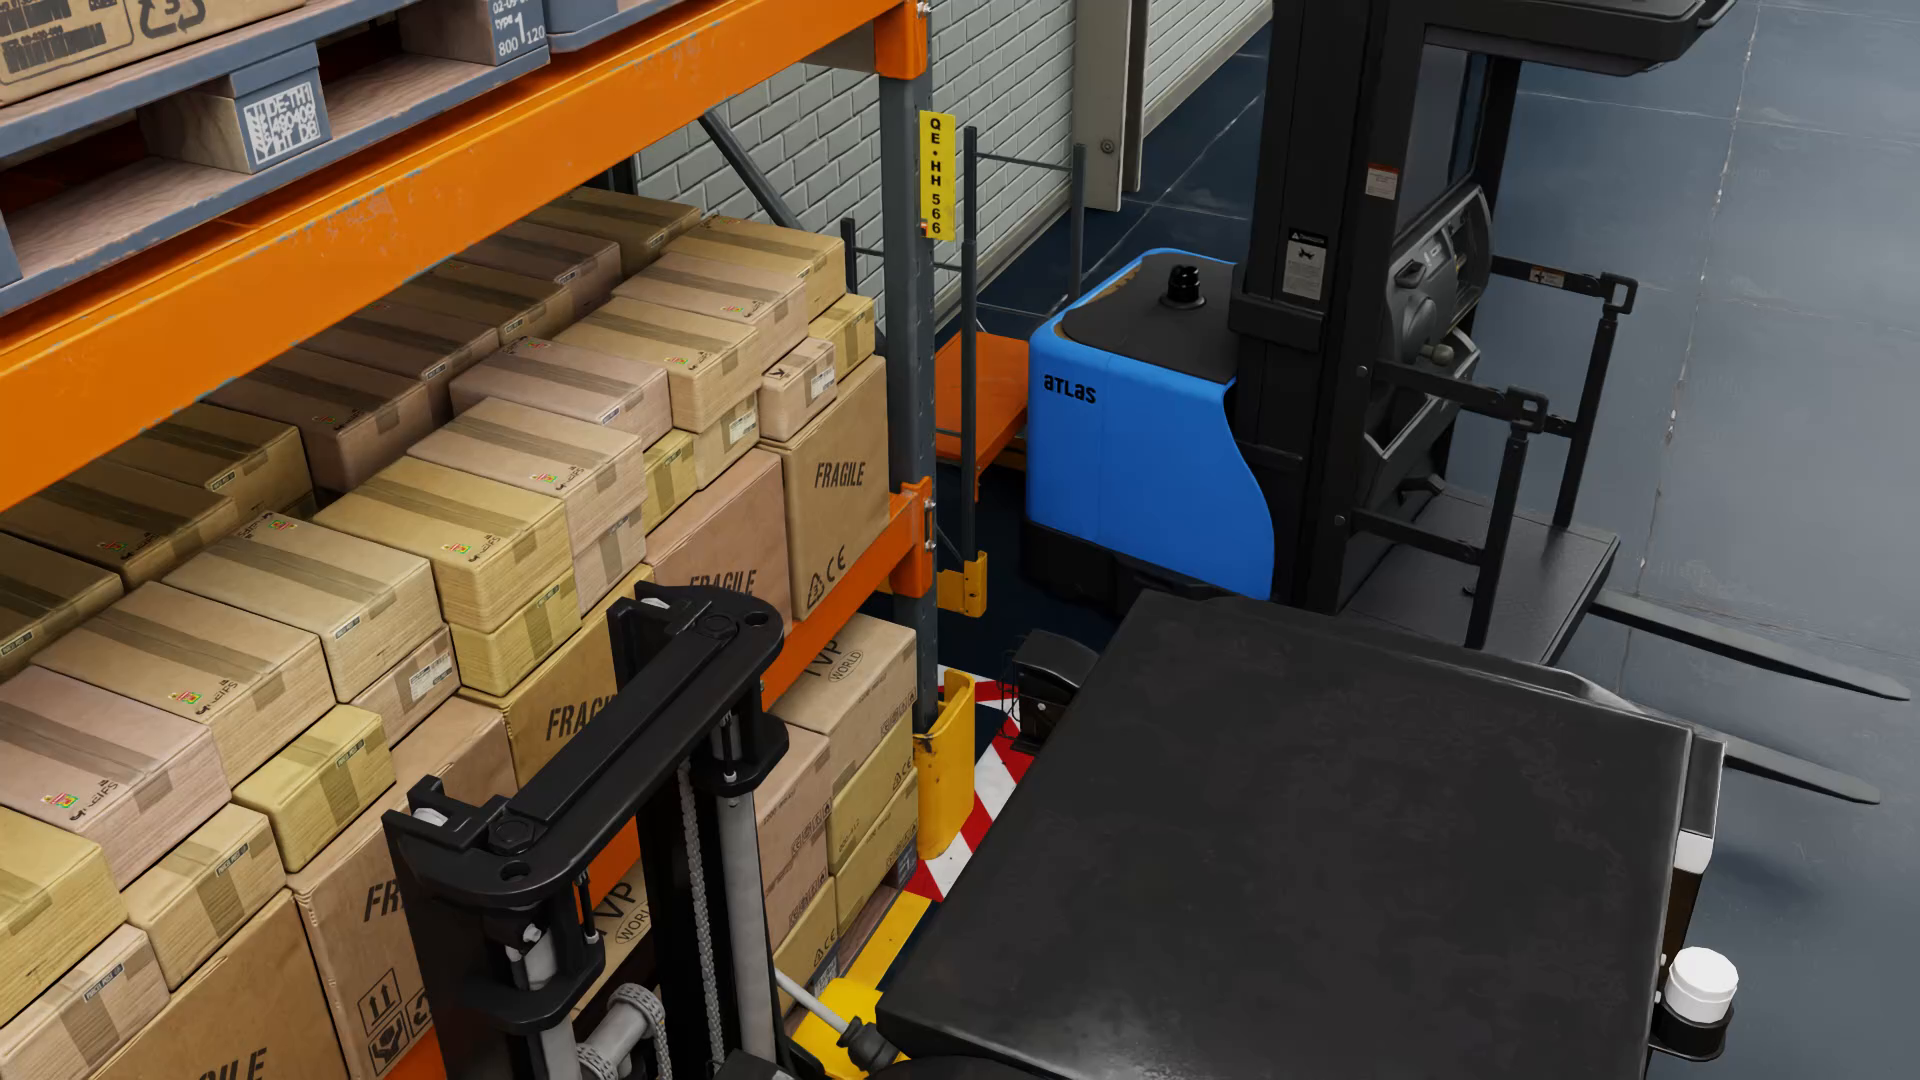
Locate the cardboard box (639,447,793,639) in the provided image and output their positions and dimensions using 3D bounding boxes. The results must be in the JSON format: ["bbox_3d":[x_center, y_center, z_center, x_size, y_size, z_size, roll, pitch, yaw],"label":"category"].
[{"bbox_3d":[-0.738,0.075,3.810,0.500,0.500,0.500,15,36,22],"label":"cardboard box"}]

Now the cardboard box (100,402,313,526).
[{"bbox_3d":[-1.521,-0.142,3.277,0.380,0.149,0.250,13,36,19],"label":"cardboard box"}]

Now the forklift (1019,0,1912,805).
[{"bbox_3d":[1.742,-0.838,5.355,3.031,2.935,1.130,20,38,27],"label":"forklift"}]

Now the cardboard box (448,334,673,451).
[{"bbox_3d":[-0.835,-0.282,3.491,0.380,0.149,0.250,14,36,21],"label":"cardboard box"}]

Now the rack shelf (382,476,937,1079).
[{"bbox_3d":[-1.382,0.852,3.372,1.077,0.370,4.000,14,36,20],"label":"rack shelf"}]

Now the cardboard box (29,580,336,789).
[{"bbox_3d":[-1.261,0.231,2.708,0.380,0.149,0.250,14,36,21],"label":"cardboard box"}]

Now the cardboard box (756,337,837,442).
[{"bbox_3d":[-0.516,-0.387,3.922,0.380,0.149,0.250,15,36,21],"label":"cardboard box"}]

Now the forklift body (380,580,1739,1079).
[{"bbox_3d":[0.319,1.273,2.848,2.313,2.155,1.214,14,36,20],"label":"forklift body"}]

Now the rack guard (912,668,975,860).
[{"bbox_3d":[-0.535,0.588,5.397,1.175,0.500,0.348,14,36,20],"label":"rack guard"}]

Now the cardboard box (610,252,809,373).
[{"bbox_3d":[-0.579,-0.526,3.863,0.380,0.149,0.250,14,36,21],"label":"cardboard box"}]

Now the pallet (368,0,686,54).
[{"bbox_3d":[-0.864,-1.316,3.367,1.003,0.211,1.213,14,36,20],"label":"pallet"}]

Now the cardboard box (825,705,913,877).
[{"bbox_3d":[-0.465,0.634,4.716,0.500,0.250,0.500,14,36,20],"label":"cardboard box"}]

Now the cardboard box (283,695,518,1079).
[{"bbox_3d":[-1.152,0.583,3.034,0.500,0.500,0.500,14,36,21],"label":"cardboard box"}]

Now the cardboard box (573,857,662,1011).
[{"bbox_3d":[-0.865,0.921,3.823,0.500,0.250,0.500,15,36,21],"label":"cardboard box"}]

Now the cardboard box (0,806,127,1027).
[{"bbox_3d":[-1.405,0.499,2.300,0.380,0.149,0.250,14,36,20],"label":"cardboard box"}]

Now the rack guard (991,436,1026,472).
[{"bbox_3d":[0.240,-0.391,7.118,0.587,0.250,0.087,14,36,20],"label":"rack guard"}]

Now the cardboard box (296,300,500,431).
[{"bbox_3d":[-1.234,-0.387,3.651,0.380,0.149,0.250,14,36,21],"label":"cardboard box"}]

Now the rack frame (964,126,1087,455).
[{"bbox_3d":[0.248,-0.923,6.790,0.500,1.500,0.032,14,36,20],"label":"rack frame"}]

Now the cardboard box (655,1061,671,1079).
[{"bbox_3d":[-0.881,1.143,3.939,0.500,0.250,0.500,13,36,19],"label":"cardboard box"}]

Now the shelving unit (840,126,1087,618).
[{"bbox_3d":[0.032,-0.665,6.397,0.587,1.500,1.083,14,36,20],"label":"shelving unit"}]

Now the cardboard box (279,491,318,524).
[{"bbox_3d":[-1.525,-0.025,3.369,0.380,0.149,0.250,15,36,22],"label":"cardboard box"}]

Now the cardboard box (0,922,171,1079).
[{"bbox_3d":[-1.374,0.634,2.365,0.380,0.149,0.250,14,36,20],"label":"cardboard box"}]

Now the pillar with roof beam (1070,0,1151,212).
[{"bbox_3d":[4.765,-4.815,5.886,9.100,9.000,0.400,14,36,20],"label":"pillar with roof beam"}]

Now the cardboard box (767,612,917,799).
[{"bbox_3d":[-0.454,0.412,4.599,0.500,0.250,0.500,15,36,22],"label":"cardboard box"}]

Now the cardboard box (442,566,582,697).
[{"bbox_3d":[-0.950,0.123,3.144,0.380,0.149,0.250,14,36,21],"label":"cardboard box"}]

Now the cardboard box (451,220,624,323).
[{"bbox_3d":[-1.048,-0.646,4.046,0.380,0.149,0.250,15,36,22],"label":"cardboard box"}]

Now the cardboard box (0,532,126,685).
[{"bbox_3d":[-1.660,0.132,2.859,0.380,0.149,0.250,15,36,22],"label":"cardboard box"}]

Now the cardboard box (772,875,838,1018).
[{"bbox_3d":[-0.671,1.081,4.490,0.500,0.250,0.500,14,36,20],"label":"cardboard box"}]

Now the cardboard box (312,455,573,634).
[{"bbox_3d":[-0.946,0.003,3.056,0.380,0.149,0.250,15,36,21],"label":"cardboard box"}]

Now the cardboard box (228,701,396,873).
[{"bbox_3d":[-1.181,0.370,2.768,0.380,0.149,0.250,13,36,20],"label":"cardboard box"}]

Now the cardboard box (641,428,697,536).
[{"bbox_3d":[-0.794,-0.151,3.562,0.380,0.149,0.250,14,36,20],"label":"cardboard box"}]

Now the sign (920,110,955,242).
[{"bbox_3d":[-0.058,-0.897,4.111,0.100,0.325,0.005,14,36,20],"label":"sign"}]
